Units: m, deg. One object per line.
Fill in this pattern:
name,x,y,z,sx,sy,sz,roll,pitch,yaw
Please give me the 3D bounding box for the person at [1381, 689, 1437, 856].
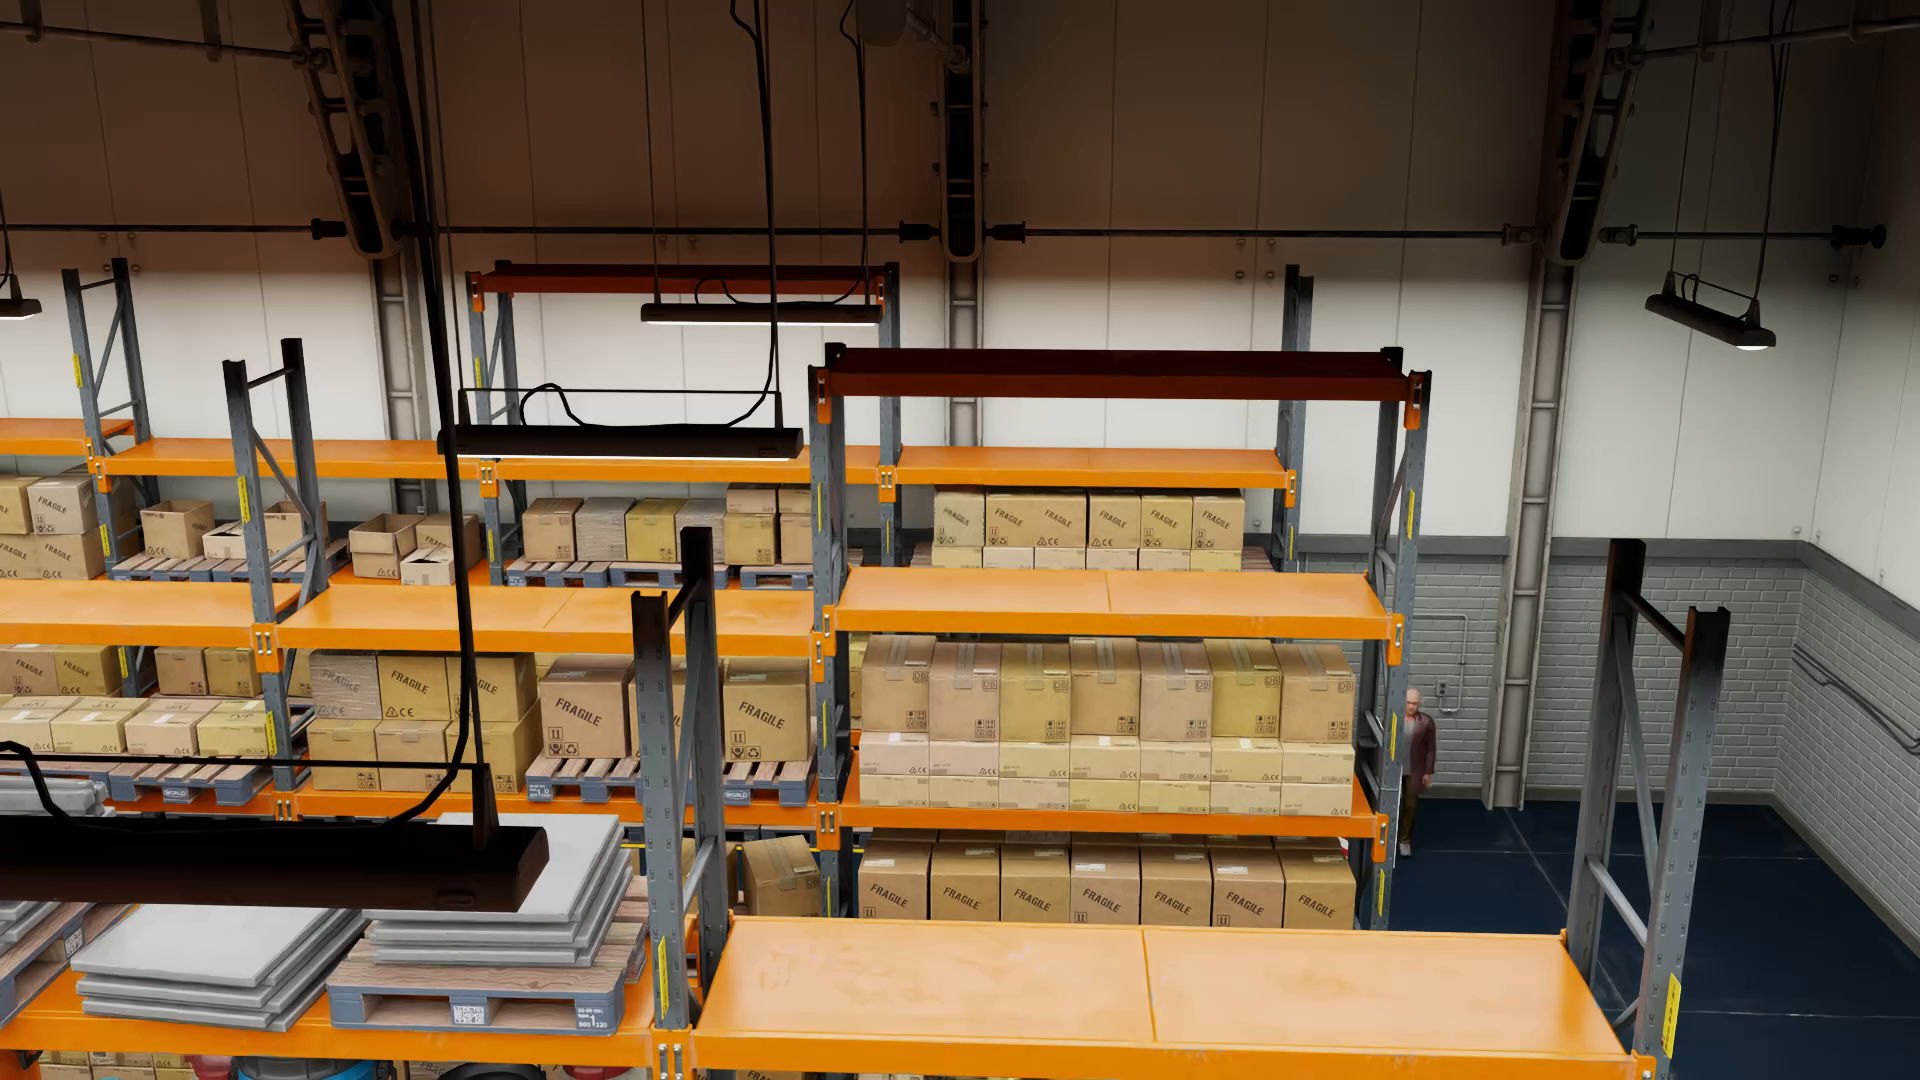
person,4.603,2.353,17.247,0.616,1.770,0.631,3,16,12
